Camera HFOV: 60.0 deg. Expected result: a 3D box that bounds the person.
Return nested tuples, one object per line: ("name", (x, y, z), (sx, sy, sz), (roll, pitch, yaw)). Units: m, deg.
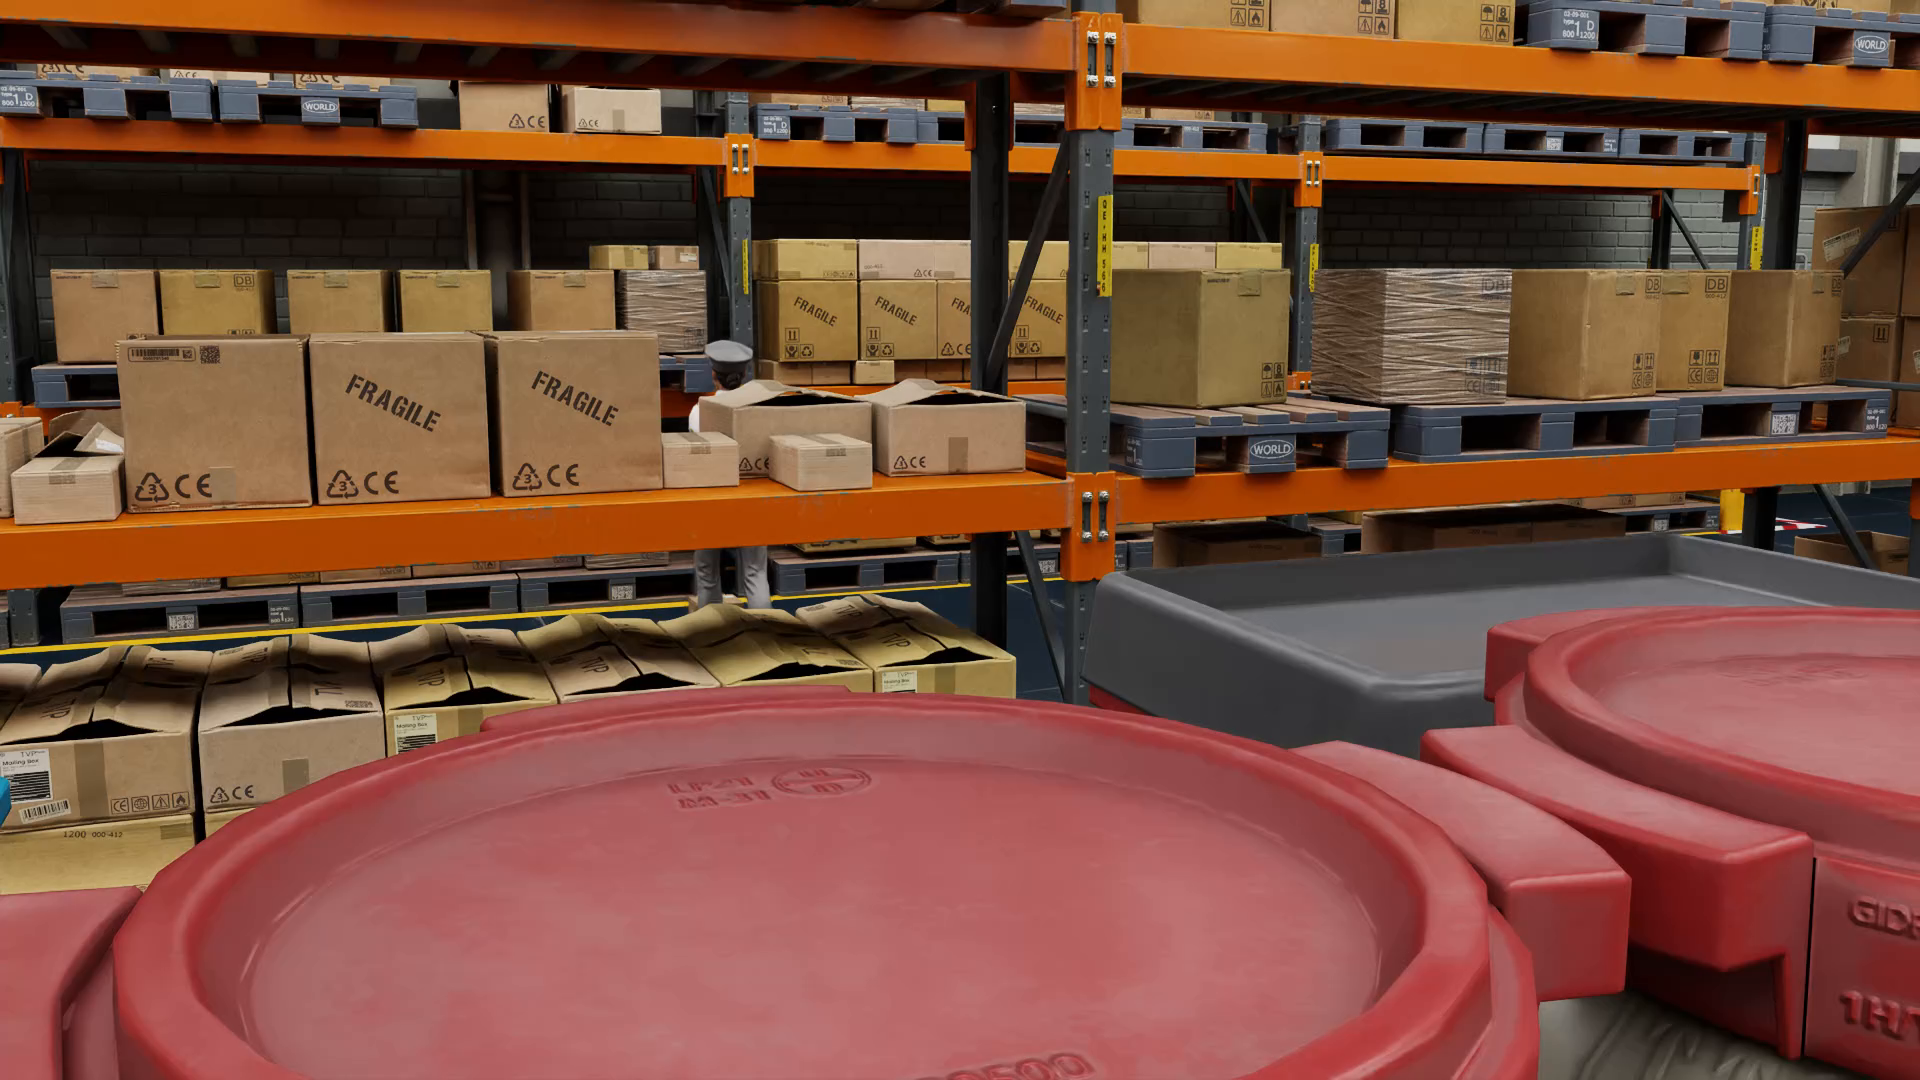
("person", (-1.182, -0.181, 8.537), (0.487, 1.686, 0.658), (-3, 10, -20))
